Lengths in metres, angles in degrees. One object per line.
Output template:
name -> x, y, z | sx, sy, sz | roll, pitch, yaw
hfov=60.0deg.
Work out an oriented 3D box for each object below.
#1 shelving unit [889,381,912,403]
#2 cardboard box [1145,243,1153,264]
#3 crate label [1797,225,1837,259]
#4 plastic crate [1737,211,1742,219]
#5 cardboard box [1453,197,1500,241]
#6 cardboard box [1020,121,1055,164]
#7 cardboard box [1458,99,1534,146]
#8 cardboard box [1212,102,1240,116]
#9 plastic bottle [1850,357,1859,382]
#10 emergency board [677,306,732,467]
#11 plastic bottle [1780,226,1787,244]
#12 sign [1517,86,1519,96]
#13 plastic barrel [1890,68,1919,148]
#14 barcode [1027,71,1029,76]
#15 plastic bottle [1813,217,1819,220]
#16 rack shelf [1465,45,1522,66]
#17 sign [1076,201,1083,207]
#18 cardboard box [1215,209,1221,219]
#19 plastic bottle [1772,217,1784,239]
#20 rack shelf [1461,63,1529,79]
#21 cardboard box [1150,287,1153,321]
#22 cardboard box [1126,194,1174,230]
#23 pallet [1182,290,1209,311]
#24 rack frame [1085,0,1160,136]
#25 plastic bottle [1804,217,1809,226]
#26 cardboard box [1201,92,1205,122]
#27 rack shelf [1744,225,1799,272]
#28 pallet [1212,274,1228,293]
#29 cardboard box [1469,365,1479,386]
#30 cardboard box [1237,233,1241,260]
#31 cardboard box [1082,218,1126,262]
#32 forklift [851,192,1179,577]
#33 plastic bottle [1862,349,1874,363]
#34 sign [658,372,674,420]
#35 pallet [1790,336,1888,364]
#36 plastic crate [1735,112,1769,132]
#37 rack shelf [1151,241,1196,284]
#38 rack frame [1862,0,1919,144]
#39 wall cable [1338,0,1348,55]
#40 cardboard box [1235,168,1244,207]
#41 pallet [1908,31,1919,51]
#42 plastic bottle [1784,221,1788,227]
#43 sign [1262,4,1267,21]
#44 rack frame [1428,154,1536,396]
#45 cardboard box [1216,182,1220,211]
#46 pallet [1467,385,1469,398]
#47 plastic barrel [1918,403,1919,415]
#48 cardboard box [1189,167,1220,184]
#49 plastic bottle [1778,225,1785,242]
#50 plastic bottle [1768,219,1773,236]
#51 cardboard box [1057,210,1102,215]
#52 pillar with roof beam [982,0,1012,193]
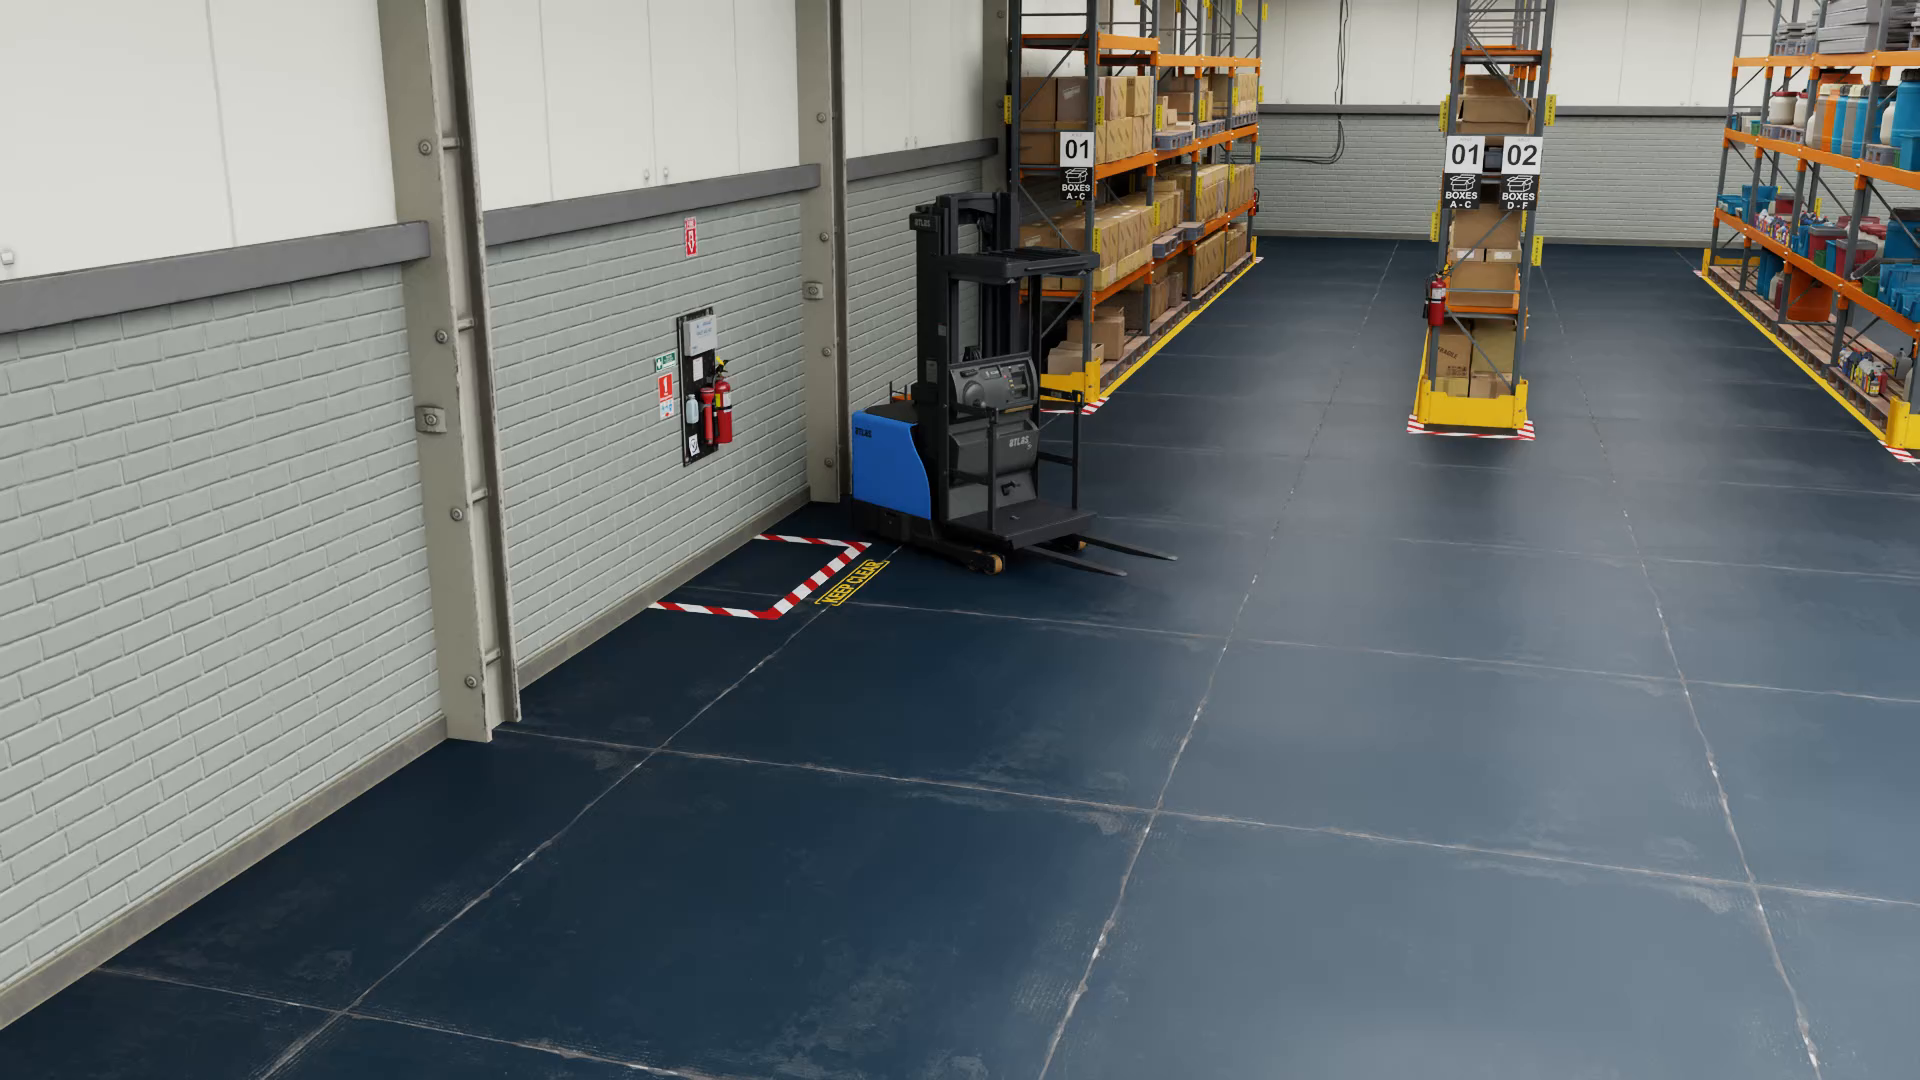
shelving unit -> -0.366, -0.868, 15.192 | 0.503, 1.200, 0.258 | -13, 20, -38
cardboard box -> 2.394, -4.011, 23.213 | 0.500, 0.250, 0.500 | 5, 16, 16
crate label -> 12.331, -4.278, 23.849 | 0.502, 0.435, 0.616 | 5, 16, 16
plastic crate -> 14.070, -5.756, 29.521 | 0.437, 0.125, 0.590 | 5, 16, 16
cardboard box -> 6.156, -3.737, 19.447 | 0.700, 0.500, 0.500 | 4, 16, 14
cardboard box -> 0.977, -4.804, 20.054 | 0.500, 0.500, 0.500 | 6, 17, 20
cardboard box -> 6.019, -4.704, 18.704 | 0.797, 0.503, 0.637 | 6, 17, 20
cardboard box -> 4.960, -8.096, 31.200 | 0.500, 0.250, 0.500 | 5, 16, 16
plastic bottle -> 10.968, -2.090, 20.371 | 0.061, 0.283, 0.133 | 5, 17, 18
emergency board -> -1.974, -1.212, 13.105 | 0.194, 1.169, 0.643 | 5, 16, 16
plastic bottle -> 12.750, -4.717, 25.697 | 0.097, 0.271, 0.097 | 0, 16, 0
sign -> 9.795, -7.770, 29.061 | 0.100, 0.325, 0.005 | 5, 16, 16
plastic barrel -> 11.351, -5.087, 19.583 | 0.600, 0.901, 0.708 | 5, 16, 16
barcode -> 0.823, -5.660, 20.176 | 0.001, 0.075, 0.075 | 5, 16, 16
plastic bottle -> 13.960, -5.131, 27.149 | 0.152, 0.276, 0.135 | 5, 16, 16
rack shelf -> 9.830, -8.993, 30.868 | 1.077, 0.370, 4.000 | 5, 16, 16
sign -> 1.704, -4.821, 23.706 | 0.100, 0.325, 0.005 | 5, 16, 16
cardboard box -> 4.502, -5.887, 30.011 | 0.380, 0.149, 0.250 | 5, 16, 16
plastic bottle -> 12.989, -4.952, 26.382 | 0.144, 0.351, 0.185 | 5, 16, 16
rack shelf -> 7.556, -6.709, 23.543 | 1.077, 0.370, 4.000 | 5, 16, 16
cardboard box -> 2.529, -3.563, 25.170 | 0.700, 0.500, 0.500 | 4, 16, 15
cardboard box -> 2.918, -5.076, 25.740 | 0.700, 0.500, 0.500 | 5, 16, 16
pallet -> 3.671, -4.127, 28.492 | 1.003, 0.211, 1.213 | 5, 16, 16
rack frame -> 2.238, -7.108, 22.897 | 1.000, 3.000, 0.127 | 5, 16, 16
plastic bottle -> 13.835, -5.133, 27.166 | 0.097, 0.271, 0.097 | 0, 16, 0
cardboard box -> 3.856, -7.519, 28.854 | 0.700, 0.500, 0.500 | 5, 16, 16
rack shelf -> 13.441, -4.677, 26.639 | 1.077, 0.370, 4.000 | 5, 16, 16
pallet -> 4.364, -4.765, 30.743 | 1.003, 0.211, 1.213 | 5, 16, 16
cardboard box -> 6.356, -1.925, 19.889 | 0.500, 0.250, 0.500 | 5, 16, 16
cardboard box -> 5.260, -5.907, 33.469 | 0.700, 0.500, 0.500 | 4, 16, 14
cardboard box -> 1.828, -3.838, 21.227 | 0.500, 0.500, 0.500 | 4, 16, 14
forklift -> 0.428, -1.287, 13.495 | 1.130, 2.935, 3.031 | -15, 21, -41
plastic bottle -> 11.247, -2.200, 20.638 | 0.144, 0.351, 0.185 | 5, 16, 16
sign -> -2.230, -1.092, 12.618 | 0.001, 0.329, 0.234 | 5, 16, 16
pallet -> 12.267, -2.640, 23.251 | 1.003, 0.211, 1.213 | 5, 16, 16
plastic crate -> 14.449, -7.627, 30.340 | 0.504, 0.338, 0.767 | 5, 16, 16
rack shelf -> 2.806, -4.399, 25.658 | 1.077, 0.370, 4.000 | 5, 16, 16
rack frame -> 11.736, -6.339, 20.188 | 1.000, 3.000, 0.127 | 5, 16, 16
wall cable -> 10.191, -12.425, 38.079 | 3.097, 2.526, 0.112 | 5, 16, 16
cardboard box -> 5.091, -6.981, 32.895 | 0.980, 0.700, 0.700 | 4, 16, 13
pallet -> 11.184, -5.518, 18.372 | 1.003, 0.211, 1.213 | 5, 16, 16
plastic bottle -> 13.094, -4.919, 26.387 | 0.061, 0.283, 0.133 | 5, 16, 16
sign -> 6.164, -10.689, 33.666 | 0.100, 0.325, 0.005 | 5, 16, 16
rack frame -> 5.851, -2.792, 18.675 | 1.000, 3.000, 0.127 | 5, 16, 16
cardboard box -> 4.335, -6.110, 29.608 | 0.500, 0.500, 0.500 | 5, 16, 16
pallet -> 6.028, -1.654, 19.772 | 1.003, 0.211, 1.213 | 5, 16, 16
plastic barrel -> 10.713, -1.590, 18.227 | 0.421, 0.512, 0.421 | 0, 16, 0
cardboard box -> 4.324, -6.467, 29.495 | 0.500, 0.250, 0.500 | 5, 17, 17
plastic bottle -> 12.805, -4.768, 25.877 | 0.097, 0.271, 0.097 | 0, 16, 0
plastic bottle -> 13.097, -5.036, 26.823 | 0.097, 0.271, 0.097 | 0, 16, 0
cardboard box -> 1.606, -4.148, 22.320 | 0.500, 0.500, 0.500 | 5, 17, 17
pillar with roof beam -> 4.598, -5.977, 18.912 | 9.100, 9.000, 0.400 | 5, 16, 16
